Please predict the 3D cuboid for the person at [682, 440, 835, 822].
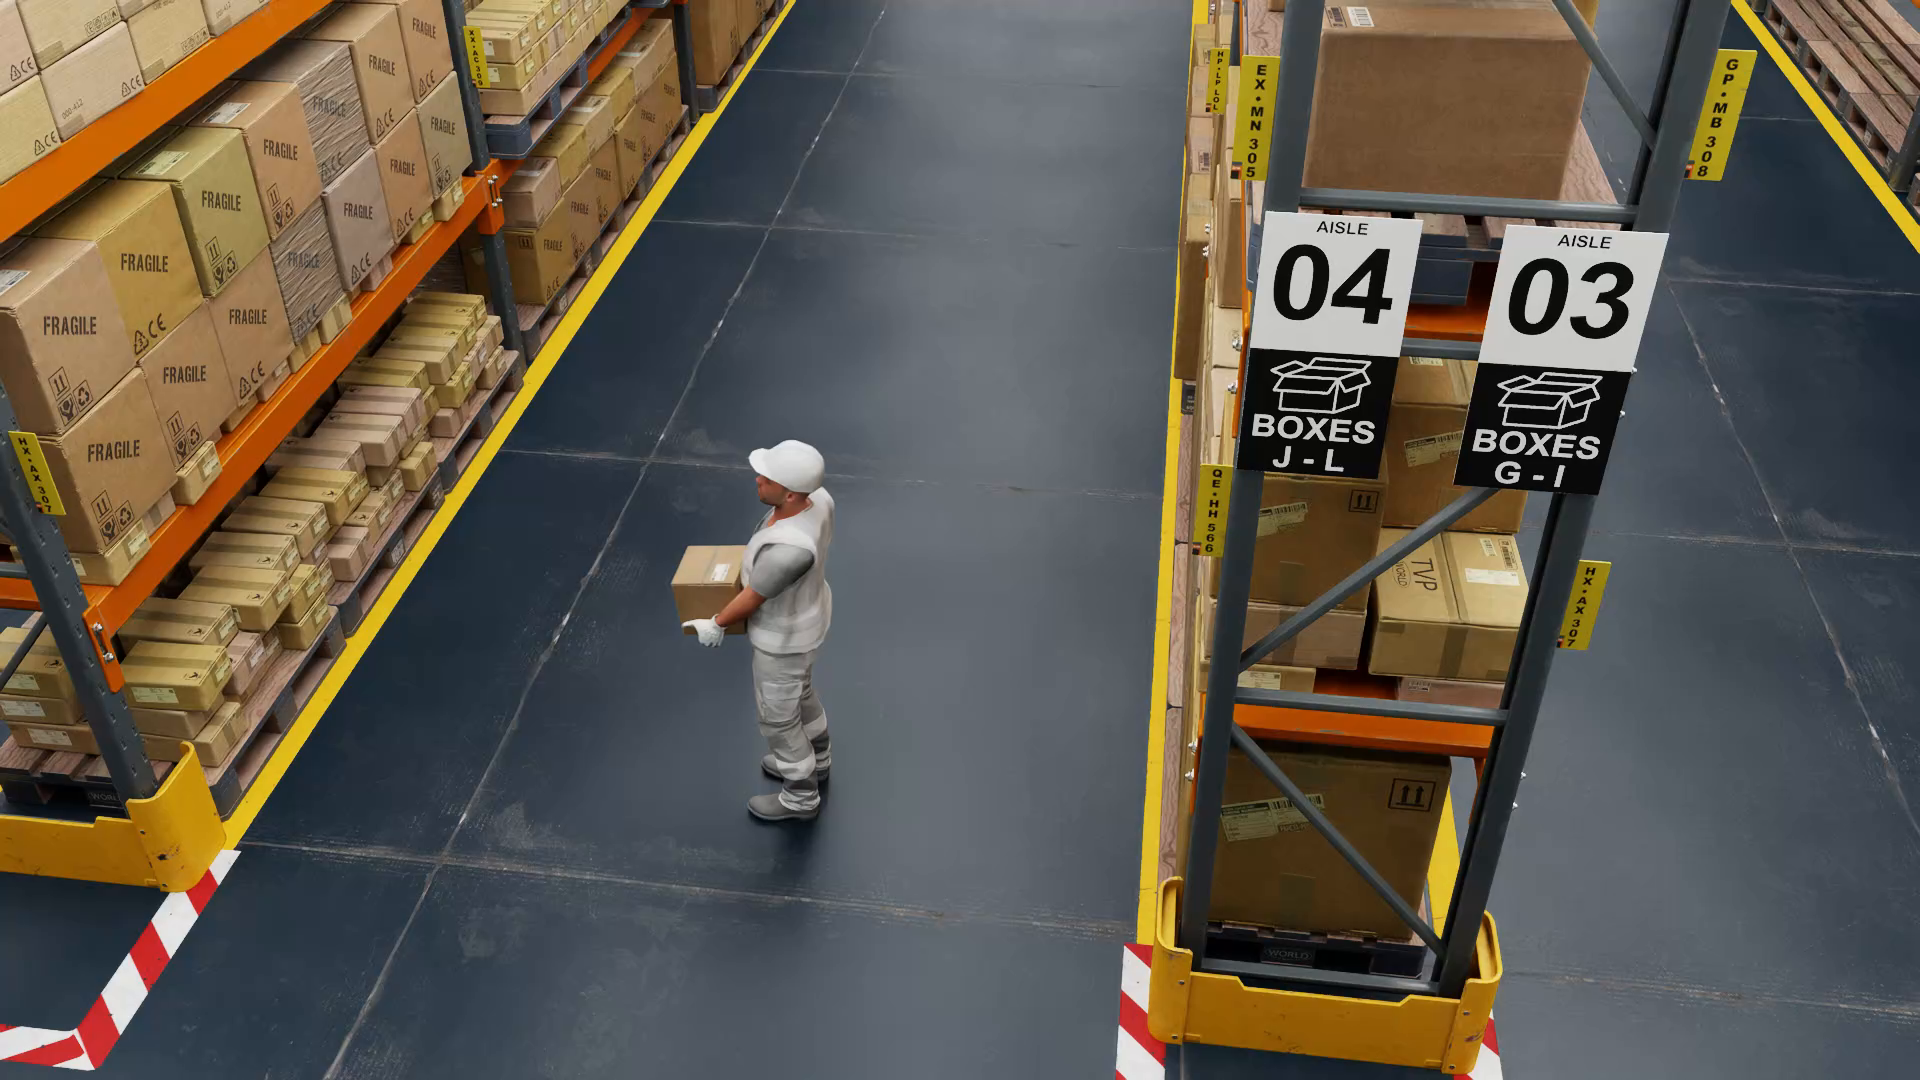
[{"bbox_3d":[-0.774,0.350,6.542,0.573,1.782,0.477,4,36,6],"label":"person"}]
